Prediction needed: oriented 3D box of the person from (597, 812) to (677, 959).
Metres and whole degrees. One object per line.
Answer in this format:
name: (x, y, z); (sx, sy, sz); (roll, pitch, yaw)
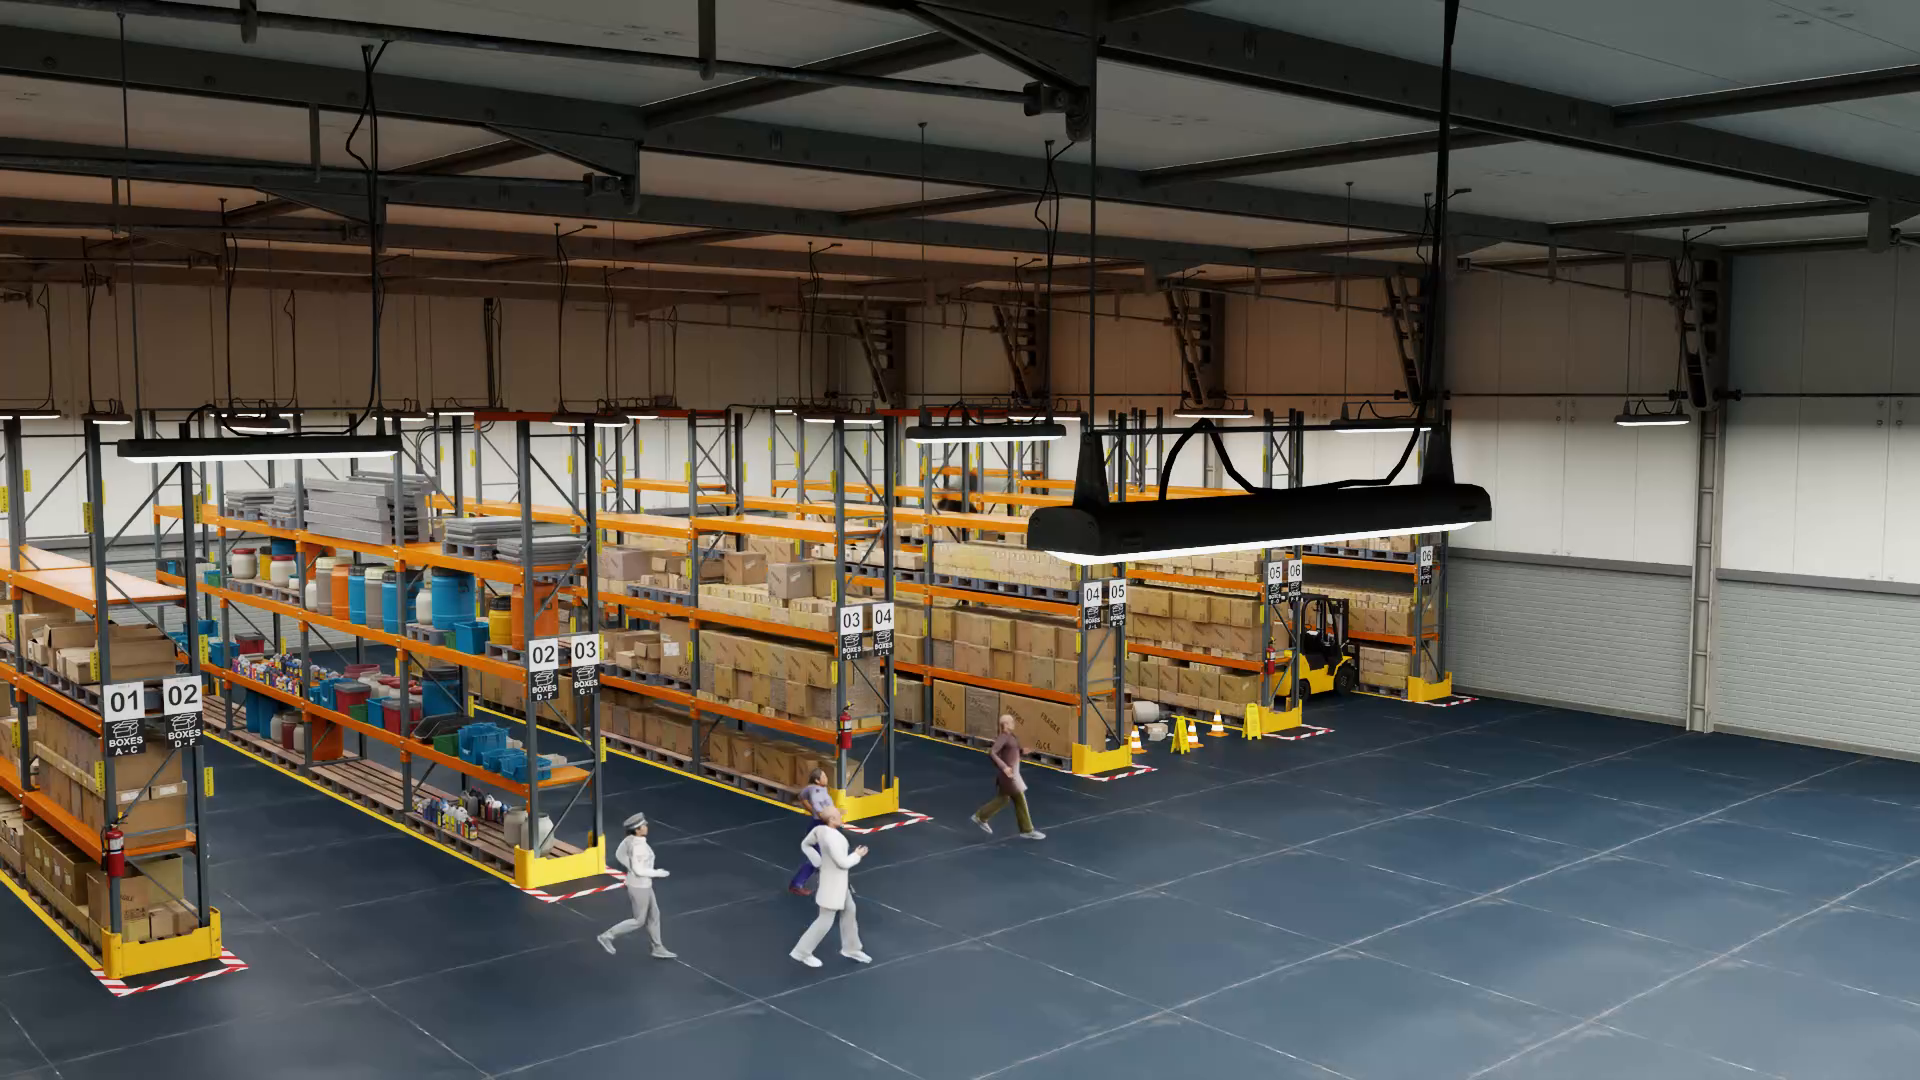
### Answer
person: (-3.609, 3.871, 18.515); (0.882, 1.700, 0.617); (-2, 5, -17)

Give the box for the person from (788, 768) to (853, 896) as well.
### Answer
person: (-1.761, 3.695, 20.920); (0.816, 1.685, 0.607); (0, 5, -3)

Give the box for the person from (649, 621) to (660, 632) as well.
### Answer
person: (-7.445, 1.899, 41.292); (0.679, 1.738, 0.706); (2, 5, 21)

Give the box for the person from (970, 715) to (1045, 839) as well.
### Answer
person: (0.680, 3.346, 23.576); (1.066, 1.760, 0.704); (0, 5, 1)

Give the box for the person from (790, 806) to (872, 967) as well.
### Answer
person: (-1.416, 3.821, 18.294); (0.949, 1.824, 0.684); (-1, 5, -15)
